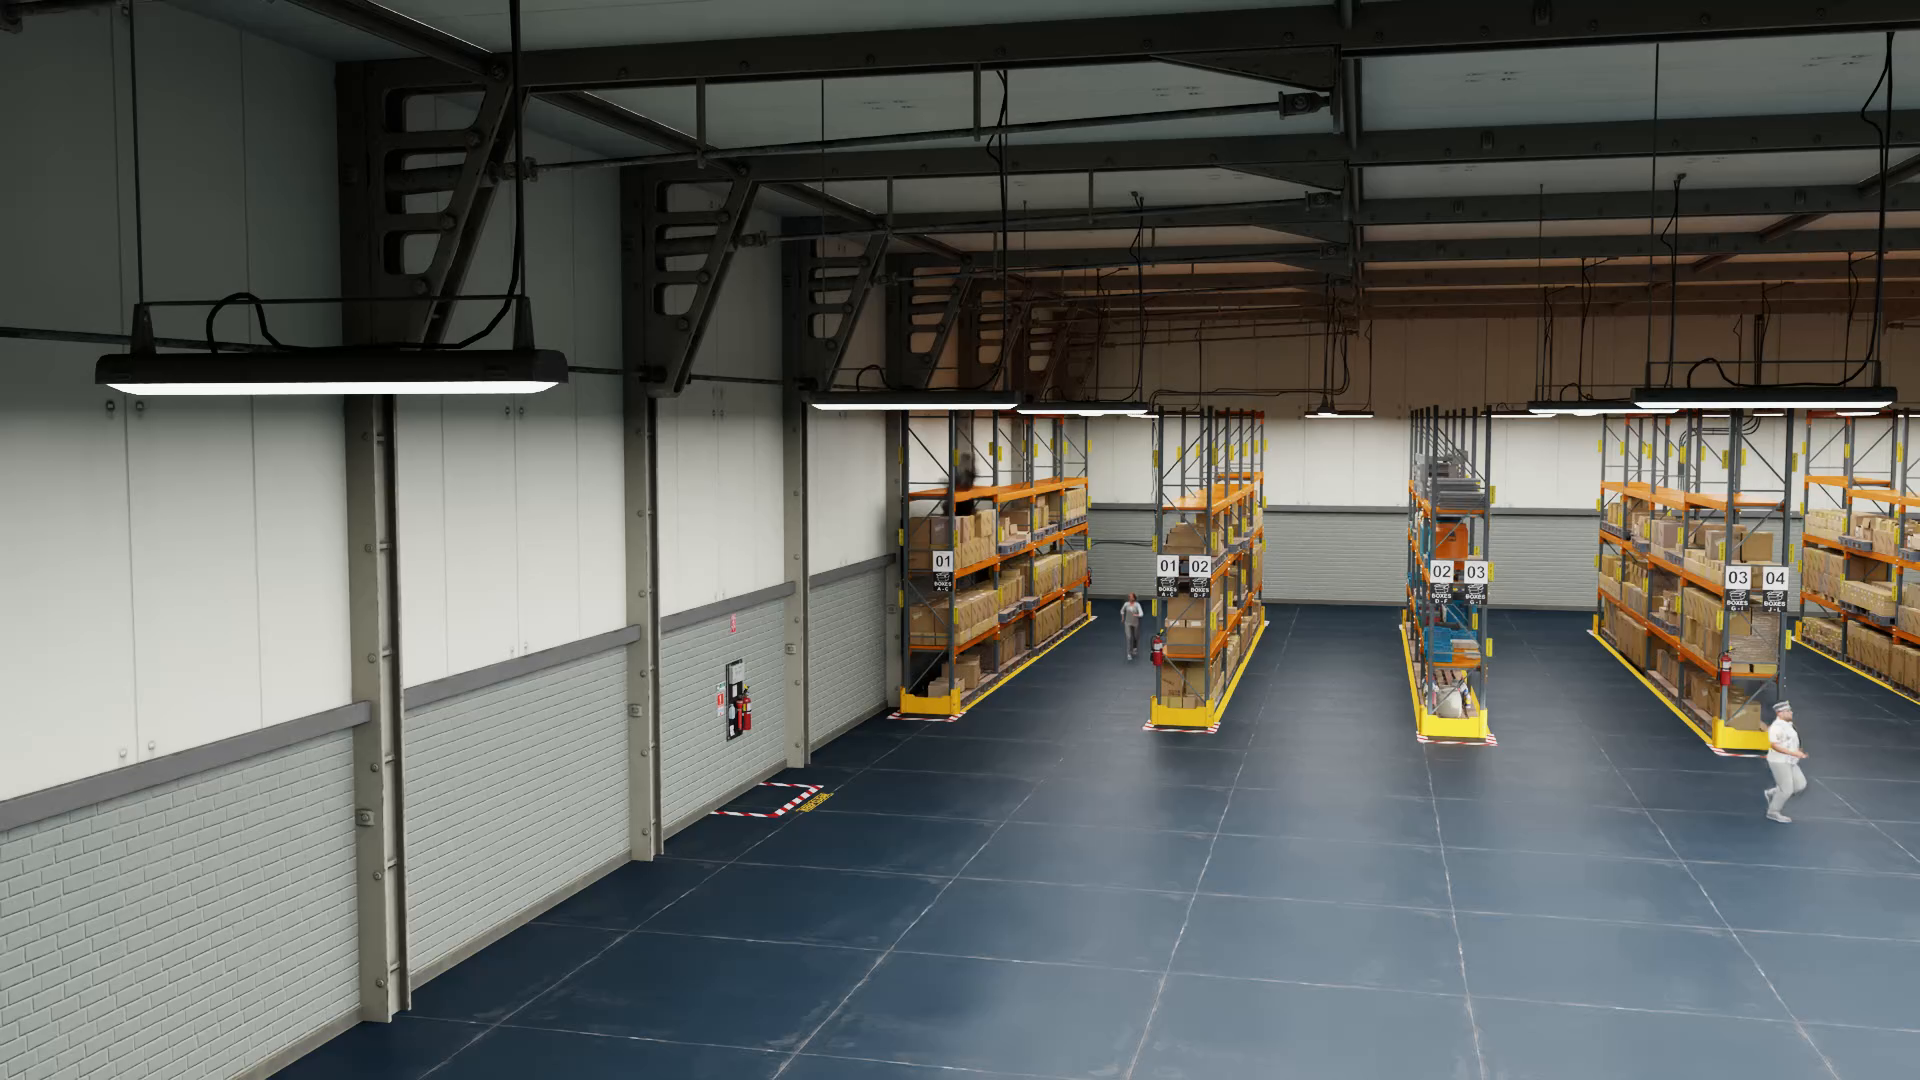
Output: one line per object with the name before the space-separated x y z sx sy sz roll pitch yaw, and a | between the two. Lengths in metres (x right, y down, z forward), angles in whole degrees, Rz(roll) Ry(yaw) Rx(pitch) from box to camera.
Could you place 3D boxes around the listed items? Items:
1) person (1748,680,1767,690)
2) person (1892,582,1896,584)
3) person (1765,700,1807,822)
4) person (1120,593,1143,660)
person | 17.166 2.327 35.703 0.609 1.666 0.863 1 4 10
person | 23.667 1.876 42.170 0.536 1.748 0.812 0 4 6
person | 11.808 3.154 23.736 0.551 1.743 0.660 4 6 42
person | 4.121 2.048 39.953 0.542 1.579 0.886 1 4 7
